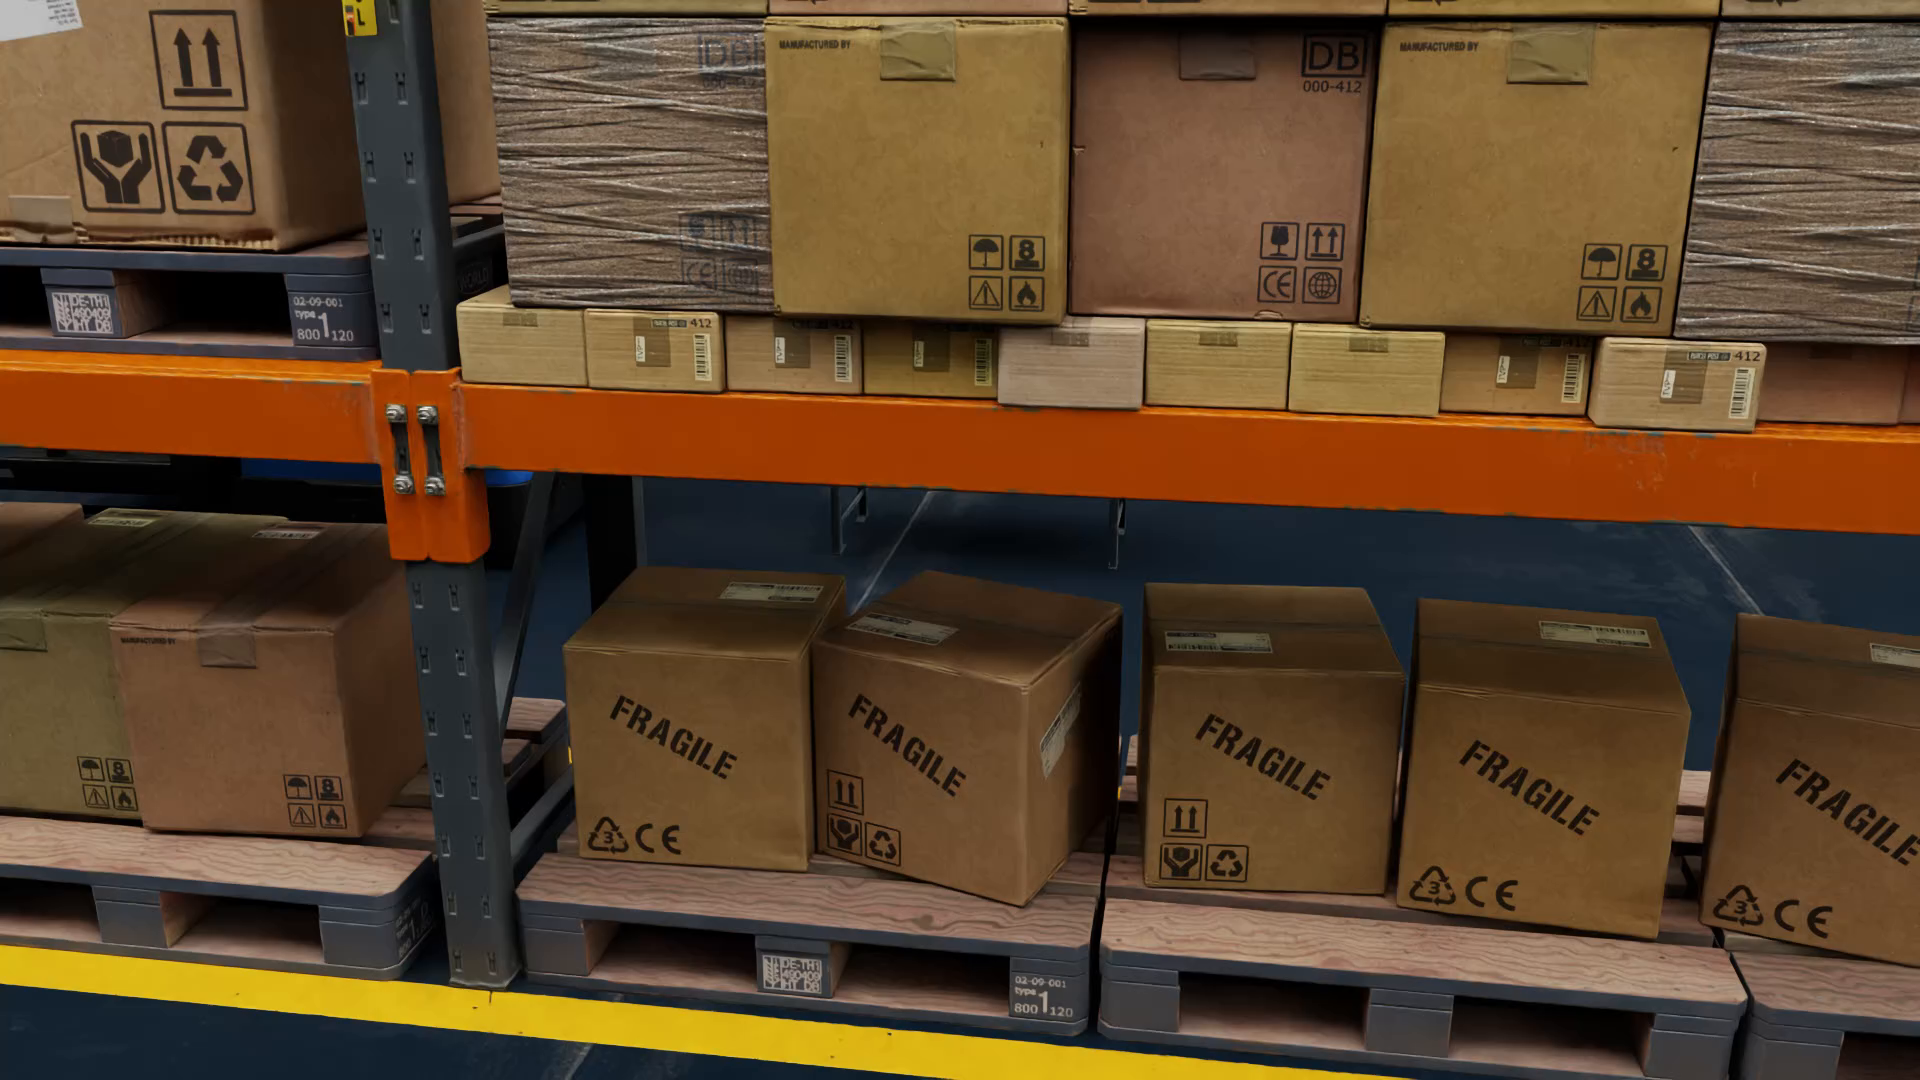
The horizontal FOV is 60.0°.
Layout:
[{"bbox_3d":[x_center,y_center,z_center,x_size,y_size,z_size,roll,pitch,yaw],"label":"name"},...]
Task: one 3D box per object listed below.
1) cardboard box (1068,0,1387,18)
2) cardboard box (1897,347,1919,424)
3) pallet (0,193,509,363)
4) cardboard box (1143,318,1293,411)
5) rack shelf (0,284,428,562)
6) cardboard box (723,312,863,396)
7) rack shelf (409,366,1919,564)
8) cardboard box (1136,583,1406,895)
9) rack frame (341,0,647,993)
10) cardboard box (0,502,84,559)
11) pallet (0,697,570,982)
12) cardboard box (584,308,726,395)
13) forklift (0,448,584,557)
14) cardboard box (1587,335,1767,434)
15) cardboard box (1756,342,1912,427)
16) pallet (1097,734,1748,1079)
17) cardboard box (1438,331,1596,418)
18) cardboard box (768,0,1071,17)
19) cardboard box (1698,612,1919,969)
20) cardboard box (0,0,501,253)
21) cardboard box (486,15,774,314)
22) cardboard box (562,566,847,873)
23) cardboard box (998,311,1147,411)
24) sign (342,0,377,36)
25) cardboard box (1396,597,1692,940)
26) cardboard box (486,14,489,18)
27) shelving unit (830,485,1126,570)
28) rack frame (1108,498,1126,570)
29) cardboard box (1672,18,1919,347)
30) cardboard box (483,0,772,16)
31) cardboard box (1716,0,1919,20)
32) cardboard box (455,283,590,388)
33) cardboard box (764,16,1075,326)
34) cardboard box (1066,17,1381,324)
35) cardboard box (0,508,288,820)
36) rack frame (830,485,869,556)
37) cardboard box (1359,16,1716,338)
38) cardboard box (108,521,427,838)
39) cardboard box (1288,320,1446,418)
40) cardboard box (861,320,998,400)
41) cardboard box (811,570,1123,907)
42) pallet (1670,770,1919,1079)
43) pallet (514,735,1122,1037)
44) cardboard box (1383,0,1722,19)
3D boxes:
[{"bbox_3d":[0.460,-1.146,2.799,0.500,0.500,0.500,3,19,9],"label":"cardboard box"},{"bbox_3d":[1.718,-0.317,2.920,0.250,0.149,0.380,3,19,9],"label":"cardboard box"},{"bbox_3d":[-1.663,-0.629,3.758,1.213,0.211,1.003,3,19,9],"label":"pallet"},{"bbox_3d":[0.472,-0.356,3.037,0.250,0.149,0.380,3,19,9],"label":"cardboard box"},{"bbox_3d":[-2.906,-0.395,3.891,4.000,0.370,1.077,3,19,9],"label":"rack shelf"},{"bbox_3d":[-0.271,-0.391,3.141,0.250,0.149,0.380,3,19,9],"label":"cardboard box"},{"bbox_3d":[1.044,-0.194,3.289,4.000,0.370,1.077,3,19,9],"label":"rack shelf"},{"bbox_3d":[0.650,0.416,3.610,0.500,0.500,0.500,1,19,4],"label":"cardboard box"},{"bbox_3d":[-0.931,-0.636,3.476,0.127,3.000,1.000,3,19,9],"label":"rack frame"},{"bbox_3d":[-2.554,0.245,4.089,0.500,0.500,0.700,1,19,4],"label":"cardboard box"},{"bbox_3d":[-1.700,0.648,4.034,1.213,0.211,1.003,3,19,9],"label":"pallet"},{"bbox_3d":[-0.522,-0.395,3.152,0.250,0.149,0.380,3,19,9],"label":"cardboard box"},{"bbox_3d":[-2.980,-1.500,6.166,3.031,2.935,1.130,2,19,6],"label":"forklift"},{"bbox_3d":[1.206,-0.308,2.891,0.250,0.149,0.380,3,19,9],"label":"cardboard box"},{"bbox_3d":[1.467,-0.323,2.937,0.250,0.149,0.380,3,19,9],"label":"cardboard box"},{"bbox_3d":[0.946,0.770,3.669,1.213,0.211,1.003,3,19,9],"label":"pallet"},{"bbox_3d":[0.971,-0.342,2.994,0.250,0.149,0.380,3,19,9],"label":"cardboard box"},{"bbox_3d":[-0.033,-1.172,2.875,0.500,0.500,0.500,3,19,9],"label":"cardboard box"},{"bbox_3d":[1.809,0.496,3.372,0.500,0.500,0.500,8,20,23],"label":"cardboard box"},{"bbox_3d":[-1.693,-1.203,3.565,1.000,1.000,1.000,3,19,9],"label":"cardboard box"},{"bbox_3d":[-0.497,-0.782,3.287,0.500,0.500,0.875,3,19,9],"label":"cardboard box"},{"bbox_3d":[-0.542,0.383,3.709,0.500,0.500,0.500,2,19,7],"label":"cardboard box"},{"bbox_3d":[0.218,-0.356,3.036,0.250,0.149,0.380,3,19,9],"label":"cardboard box"},{"bbox_3d":[-1.016,-1.011,2.772,0.005,0.325,0.100,3,19,9],"label":"sign"},{"bbox_3d":[1.194,0.458,3.484,0.500,0.500,0.500,5,19,14],"label":"cardboard box"},{"bbox_3d":[-2.041,-2.806,8.229,0.500,0.500,0.700,3,19,8],"label":"cardboard box"},{"bbox_3d":[0.084,-0.707,6.052,1.048,1.500,0.538,3,19,9],"label":"shelving unit"},{"bbox_3d":[0.586,-0.681,5.976,0.032,1.500,0.500,3,19,9],"label":"rack frame"},{"bbox_3d":[1.480,-0.686,2.998,0.500,0.500,0.875,3,19,9],"label":"cardboard box"},{"bbox_3d":[-0.527,-1.196,2.949,0.500,0.500,0.500,3,19,9],"label":"cardboard box"},{"bbox_3d":[1.448,-1.097,2.651,0.500,0.500,0.500,3,19,9],"label":"cardboard box"},{"bbox_3d":[-0.767,-0.412,3.202,0.250,0.149,0.380,3,19,9],"label":"cardboard box"},{"bbox_3d":[-0.008,-0.746,3.179,0.500,0.500,0.875,3,19,9],"label":"cardboard box"},{"bbox_3d":[0.501,-0.753,3.198,0.500,0.500,0.875,3,19,9],"label":"cardboard box"},{"bbox_3d":[-2.002,0.273,4.005,0.500,0.500,0.700,3,19,8],"label":"cardboard box"},{"bbox_3d":[-0.418,-0.733,6.129,0.032,1.500,0.500,3,19,9],"label":"rack frame"},{"bbox_3d":[0.988,-0.714,3.085,0.500,0.500,0.875,3,19,9],"label":"cardboard box"},{"bbox_3d":[-1.534,0.303,3.915,0.500,0.500,0.700,1,19,4],"label":"cardboard box"},{"bbox_3d":[0.717,-0.340,2.989,0.250,0.149,0.380,3,19,9],"label":"cardboard box"},{"bbox_3d":[-0.022,-0.381,3.112,0.250,0.149,0.380,3,19,9],"label":"cardboard box"},{"bbox_3d":[0.024,0.410,3.629,0.500,0.500,0.500,9,21,26],"label":"cardboard box"},{"bbox_3d":[2.147,0.832,3.484,1.213,0.211,1.003,3,19,9],"label":"pallet"},{"bbox_3d":[-0.262,0.709,3.851,1.213,0.211,1.003,3,19,9],"label":"pallet"},{"bbox_3d":[0.956,-1.124,2.734,0.500,0.500,0.500,3,19,9],"label":"cardboard box"}]
